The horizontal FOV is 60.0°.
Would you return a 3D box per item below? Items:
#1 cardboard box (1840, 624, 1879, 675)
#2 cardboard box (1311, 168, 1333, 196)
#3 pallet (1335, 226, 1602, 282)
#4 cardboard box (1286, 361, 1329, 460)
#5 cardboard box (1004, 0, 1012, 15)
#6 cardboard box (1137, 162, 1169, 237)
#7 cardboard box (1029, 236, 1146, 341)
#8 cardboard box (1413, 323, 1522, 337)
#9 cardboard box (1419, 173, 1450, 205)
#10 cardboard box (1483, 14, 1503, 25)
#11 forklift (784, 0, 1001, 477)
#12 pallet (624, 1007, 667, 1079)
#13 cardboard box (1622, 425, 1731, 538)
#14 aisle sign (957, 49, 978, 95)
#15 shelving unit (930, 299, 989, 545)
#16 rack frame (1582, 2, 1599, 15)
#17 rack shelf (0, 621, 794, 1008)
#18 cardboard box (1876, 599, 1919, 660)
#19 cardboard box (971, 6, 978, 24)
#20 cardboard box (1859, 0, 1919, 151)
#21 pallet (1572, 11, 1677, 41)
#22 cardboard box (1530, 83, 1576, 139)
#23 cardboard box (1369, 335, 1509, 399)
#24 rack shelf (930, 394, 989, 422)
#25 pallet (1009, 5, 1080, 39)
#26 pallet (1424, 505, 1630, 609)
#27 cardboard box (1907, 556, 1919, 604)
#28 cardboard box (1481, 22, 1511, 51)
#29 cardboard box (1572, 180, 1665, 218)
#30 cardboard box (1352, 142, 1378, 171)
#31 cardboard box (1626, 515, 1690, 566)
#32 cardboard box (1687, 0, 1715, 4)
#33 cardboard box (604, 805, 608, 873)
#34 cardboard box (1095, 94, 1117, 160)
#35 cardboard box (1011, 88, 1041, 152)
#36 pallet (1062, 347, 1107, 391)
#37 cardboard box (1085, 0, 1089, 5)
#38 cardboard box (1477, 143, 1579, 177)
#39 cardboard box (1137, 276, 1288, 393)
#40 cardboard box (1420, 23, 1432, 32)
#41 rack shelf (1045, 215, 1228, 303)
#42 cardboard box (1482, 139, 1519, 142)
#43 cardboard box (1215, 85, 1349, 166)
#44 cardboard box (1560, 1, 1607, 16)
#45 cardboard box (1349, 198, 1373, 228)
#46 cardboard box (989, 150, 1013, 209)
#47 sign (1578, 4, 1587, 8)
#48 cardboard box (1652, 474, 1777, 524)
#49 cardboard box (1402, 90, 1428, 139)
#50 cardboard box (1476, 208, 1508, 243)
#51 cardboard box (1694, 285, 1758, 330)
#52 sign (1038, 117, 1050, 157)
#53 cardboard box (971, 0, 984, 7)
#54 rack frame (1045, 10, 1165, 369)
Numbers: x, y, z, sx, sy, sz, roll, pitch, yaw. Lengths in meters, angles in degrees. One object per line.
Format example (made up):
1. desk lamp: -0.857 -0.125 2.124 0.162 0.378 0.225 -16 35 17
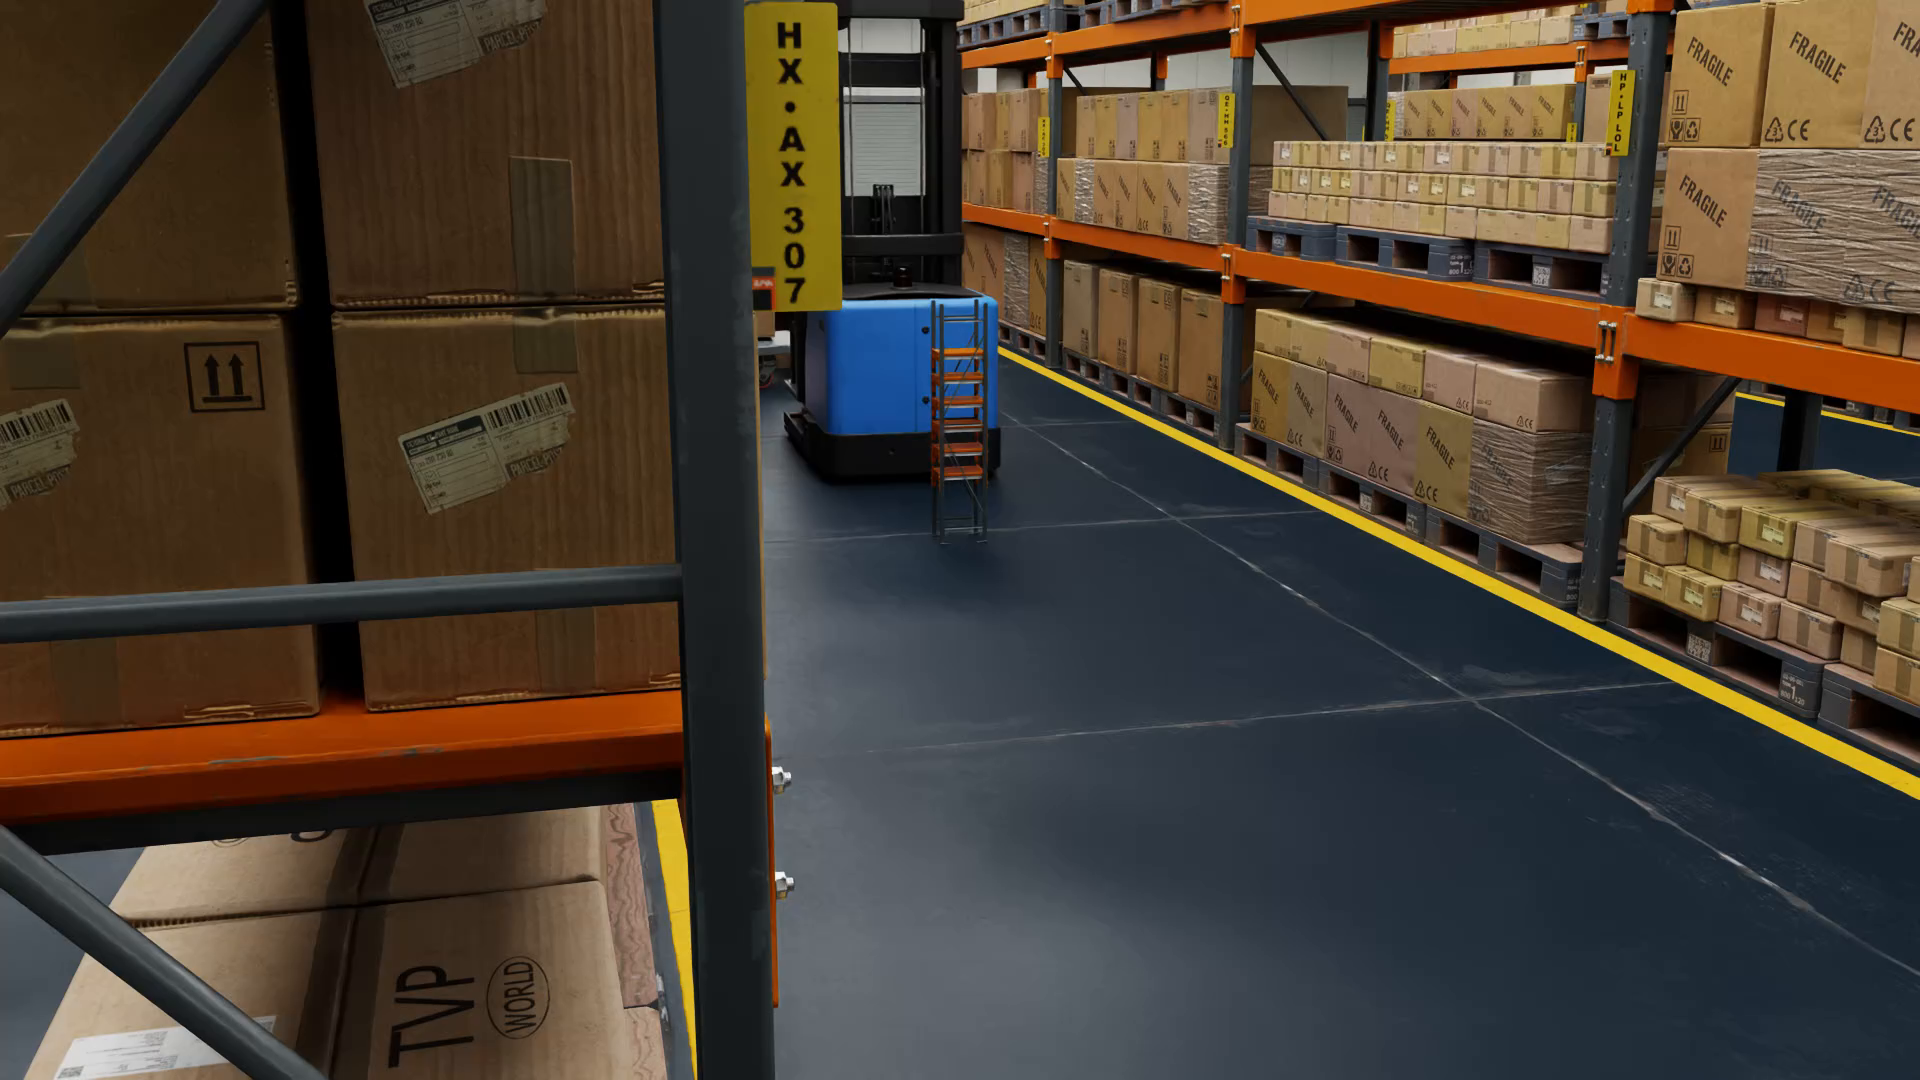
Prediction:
1. cardboard box: 3.278 0.370 5.713 0.380 0.149 0.250 -4 14 -16
2. cardboard box: 2.239 -2.047 9.503 0.380 0.149 0.250 -4 14 -15
3. pallet: 2.693 -1.519 8.730 1.003 0.211 1.213 -3 14 -13
4. cardboard box: 2.228 -0.763 9.614 0.500 0.500 0.500 -3 14 -13
5. cardboard box: 0.614 -4.878 15.186 0.380 0.149 0.250 -3 14 -12
6. cardboard box: 1.589 -2.435 11.863 0.500 0.500 0.500 -4 14 -14
7. cardboard box: 1.170 -2.311 15.156 0.875 0.875 0.875 -3 14 -12
8. cardboard box: 2.837 -1.044 9.181 0.500 0.250 0.500 -3 14 -12
9. cardboard box: 2.530 -1.755 8.309 0.380 0.149 0.250 -3 14 -13
10. cardboard box: 5.422 -5.183 16.479 0.380 0.149 0.250 -3 14 -11
11. forklift: -0.581 -2.098 10.837 1.130 2.935 3.031 -3 14 -12
12. pallet: -0.984 1.252 2.856 1.003 0.211 1.213 -3 14 -13
13. cardboard box: 3.212 -0.319 7.795 0.500 0.500 0.500 -3 14 -11
14. aisle sign: 0.002 -5.175 17.811 0.394 0.787 0.004 -3 14 -13
15. shelving unit: -0.003 -0.586 8.298 0.258 1.200 0.189 -3 14 -13
16. rack frame: 6.094 -6.157 14.668 1.000 3.000 0.127 -3 14 -13
17. rack shelf: -1.190 -0.034 3.762 1.077 0.370 4.000 -3 14 -13
18. cardboard box: 3.241 0.290 5.414 0.380 0.149 0.250 -3 14 -14
19. cardboard box: 0.316 -5.170 16.383 0.380 0.149 0.250 -3 14 -13
20. cardboard box: 3.222 -1.469 5.174 0.500 0.500 0.500 -3 14 -12
21. pallet: 6.136 -4.460 14.439 1.213 0.211 1.003 -3 14 -13
22. cardboard box: 5.721 -4.010 15.577 0.500 0.500 0.500 -3 14 -13
23. cardboard box: 2.462 -0.896 8.578 0.500 0.250 0.500 -4 14 -16
24. rack shelf: -0.003 -0.660 8.280 0.258 0.103 0.180 -3 14 -13
25. pallet: 1.067 -4.593 14.774 1.003 0.211 1.213 -3 14 -13
26. pallet: 2.944 0.031 7.856 1.003 0.211 1.213 -3 14 -13
27. cardboard box: 3.330 0.142 5.396 0.380 0.149 0.250 -4 14 -16
28. cardboard box: 5.496 -4.956 16.389 0.500 0.250 0.500 -3 14 -14
29. cardboard box: 2.843 -1.451 7.065 0.380 0.149 0.250 -3 14 -11
30. cardboard box: 2.355 -2.078 9.005 0.380 0.149 0.250 -3 14 -11
31. cardboard box: 2.902 -0.006 6.628 0.380 0.149 0.250 -3 14 -11
32. cardboard box: 6.330 -4.623 13.606 0.797 0.503 0.637 -3 14 -11
33. cardboard box: -1.406 0.553 4.357 0.875 0.438 0.875 -4 14 -15
34. cardboard box: 1.494 -3.291 13.261 0.700 0.500 0.500 -4 14 -14
35. cardboard box: 0.954 -3.795 15.047 0.875 0.550 0.550 -3 14 -13
36. pallet: 1.504 -1.461 13.964 1.003 0.211 1.213 -3 14 -13
37. cardboard box: 1.316 -4.855 15.094 0.380 0.149 0.250 -4 14 -14
38. cardboard box: 2.659 -1.779 7.780 0.380 0.149 0.250 -3 14 -13
39. cardboard box: 1.924 -1.525 12.205 1.050 0.750 0.750 -3 14 -12
40. cardboard box: 5.135 -5.484 17.708 0.380 0.149 0.250 -3 14 -11
41. rack shelf: 1.719 -2.179 12.541 1.077 0.370 4.000 -3 14 -13
42. cardboard box: 5.750 -3.770 16.701 0.875 0.500 0.500 -3 14 -13
43. cardboard box: 2.093 -2.705 10.863 0.700 0.500 0.500 -3 14 -13
44. cardboard box: 5.737 -4.880 15.236 0.380 0.149 0.250 -3 14 -11
45. cardboard box: 2.354 -1.787 9.065 0.380 0.149 0.250 -3 14 -11
46. cardboard box: 0.765 -3.520 16.201 0.875 0.550 0.500 -3 14 -13
47. sign: 5.569 -4.919 14.832 0.100 0.325 0.005 -3 14 -13
48. cardboard box: 3.008 -0.161 6.635 0.380 0.149 0.250 -3 14 -11
49. cardboard box: 5.130 -4.587 17.936 0.500 0.500 0.500 -3 14 -13
50. cardboard box: 2.666 -1.482 7.818 0.380 0.149 0.250 -4 14 -16
51. cardboard box: 3.009 -0.883 6.251 0.380 0.149 0.250 -3 14 -12
52. sign: 0.710 -3.417 14.104 0.100 0.325 0.005 -3 14 -13
53. cardboard box: 0.413 -5.335 16.216 0.500 0.250 0.500 -3 14 -14
54. rack frame: 1.249 -2.990 14.344 1.000 3.000 0.127 -3 14 -13
